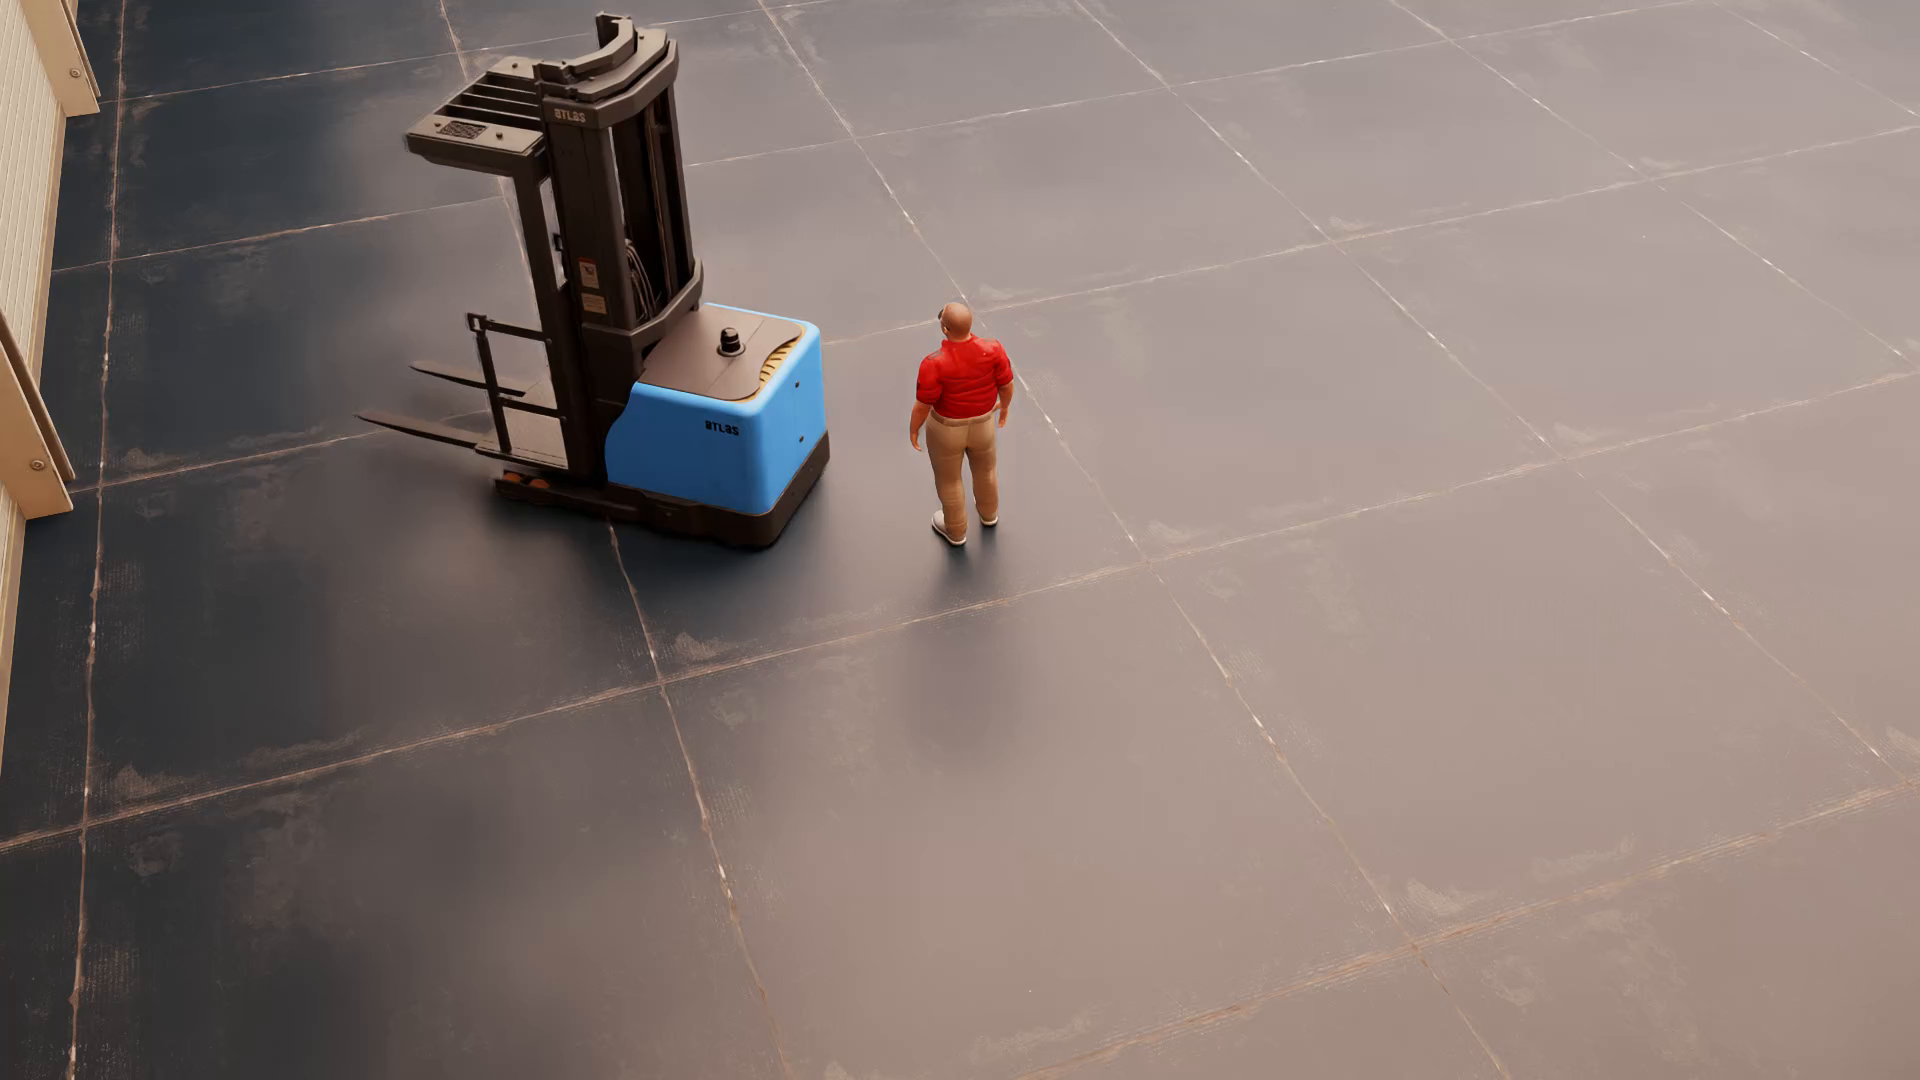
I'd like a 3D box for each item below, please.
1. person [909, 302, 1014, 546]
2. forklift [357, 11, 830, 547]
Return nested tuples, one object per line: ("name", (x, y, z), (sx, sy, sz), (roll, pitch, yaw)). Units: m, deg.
("person", (-0.019, -0.724, 9.783), (0.640, 1.727, 0.551), (-13, 42, -15))
("forklift", (-2.419, -1.650, 9.962), (3.031, 2.935, 1.130), (13, 42, 15))
